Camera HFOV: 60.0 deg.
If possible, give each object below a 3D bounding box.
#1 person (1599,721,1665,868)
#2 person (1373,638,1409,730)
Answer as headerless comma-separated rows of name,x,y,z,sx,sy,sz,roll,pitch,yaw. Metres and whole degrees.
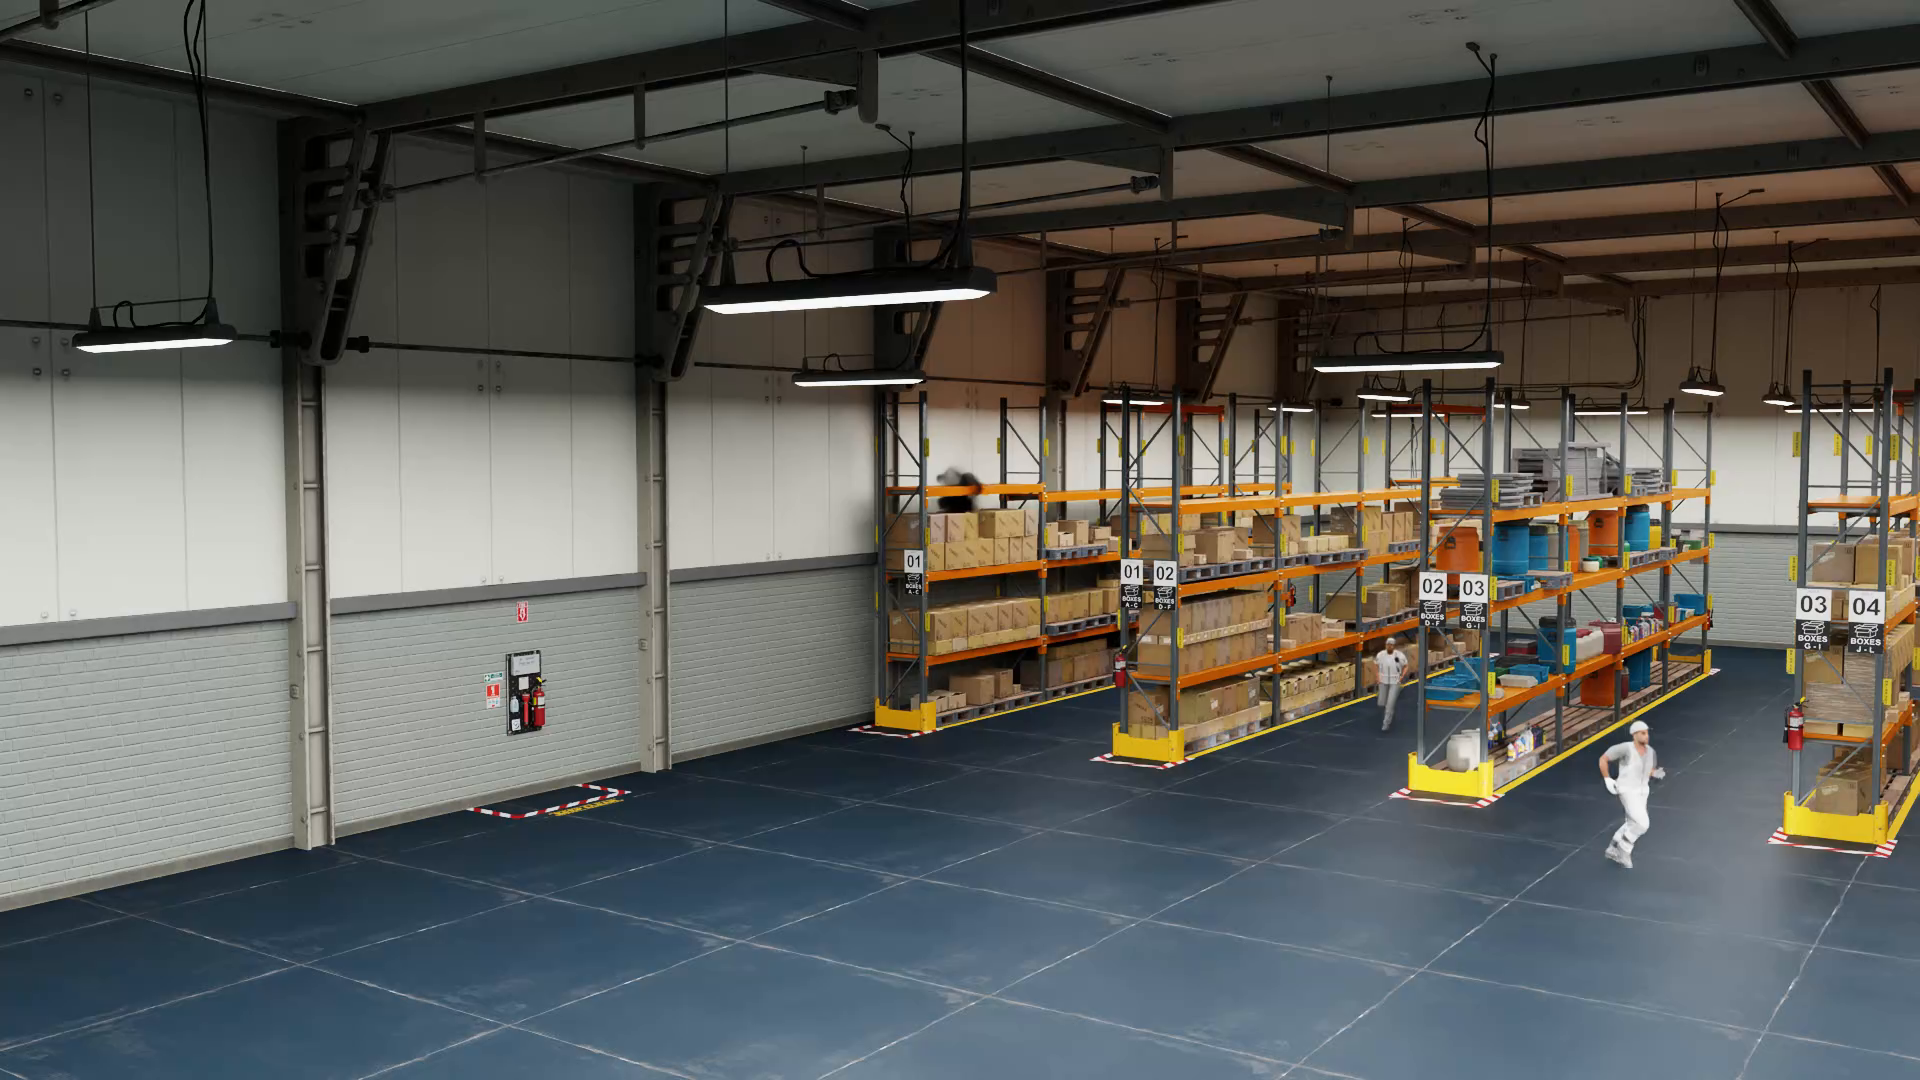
person,8.000,3.016,19.737,0.647,1.750,0.735,-1,4,-25
person,7.692,2.555,29.702,0.627,1.640,0.645,1,3,22
